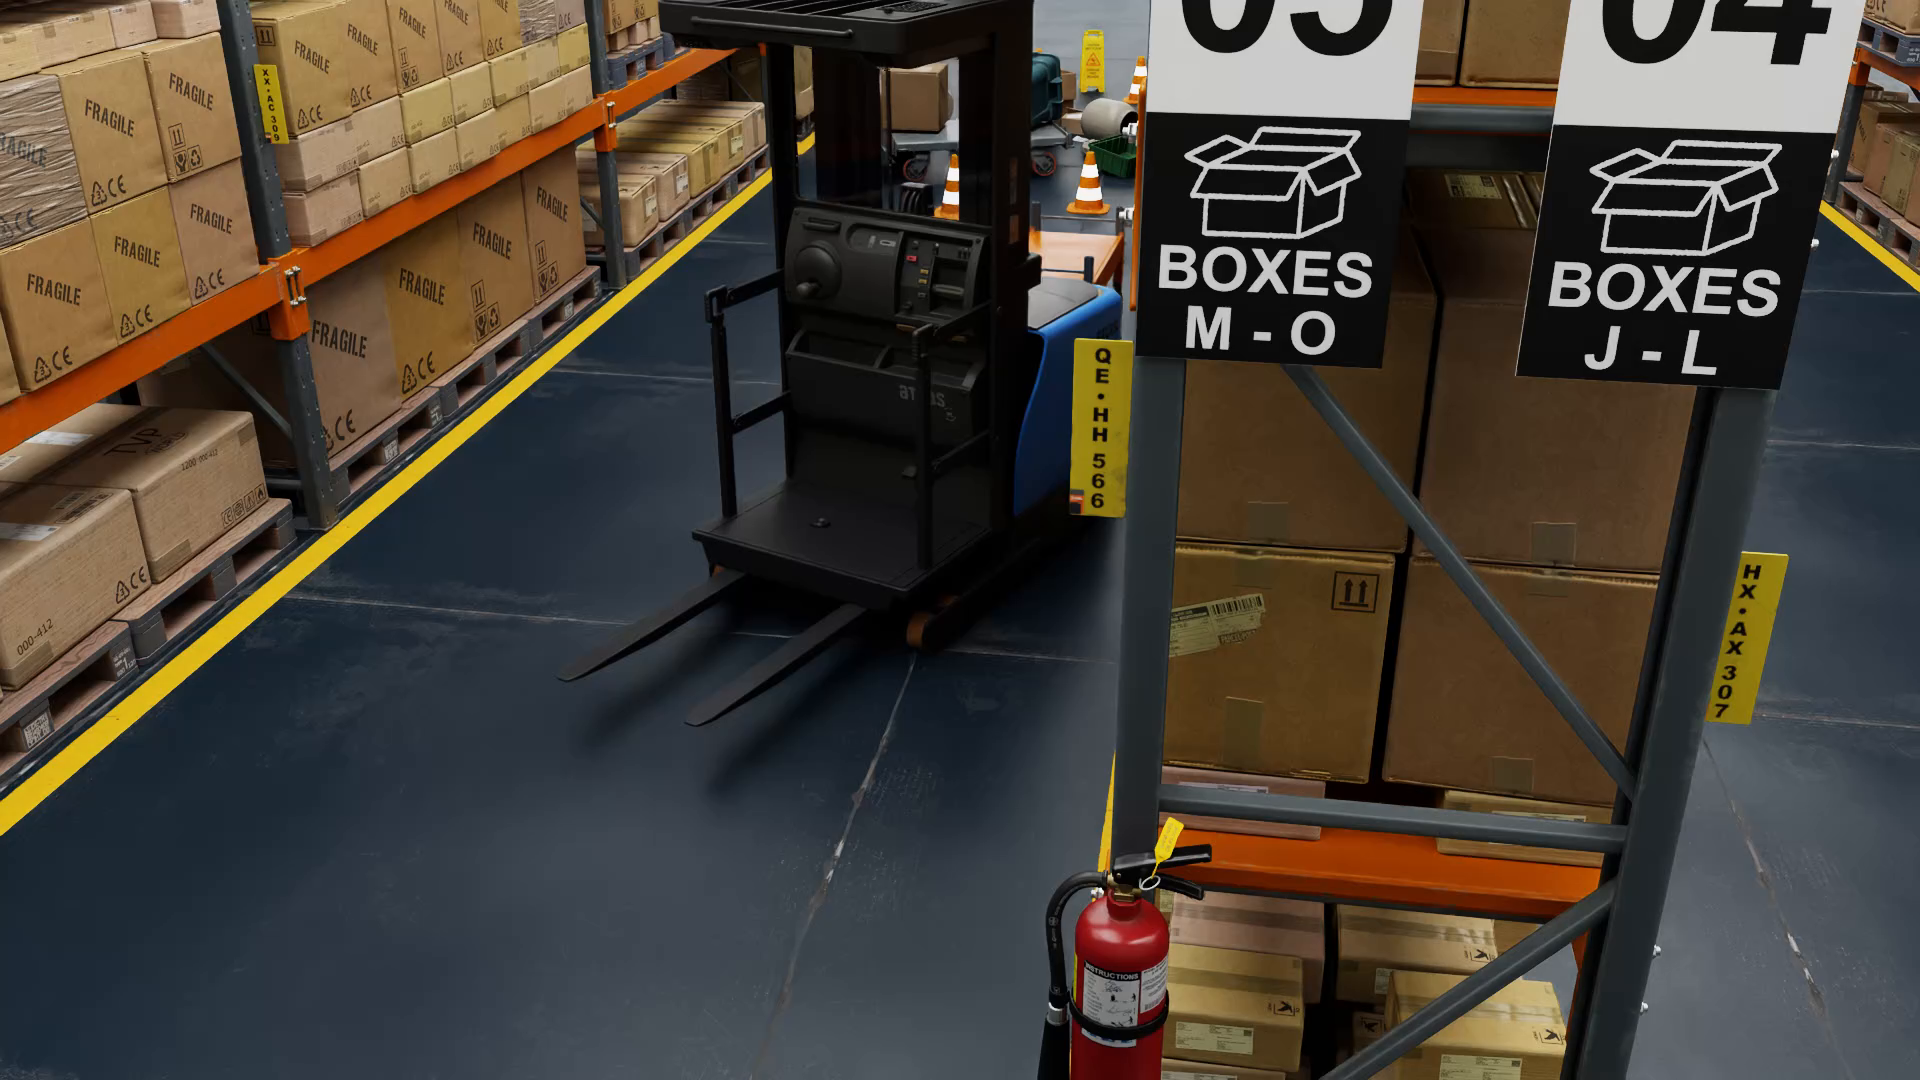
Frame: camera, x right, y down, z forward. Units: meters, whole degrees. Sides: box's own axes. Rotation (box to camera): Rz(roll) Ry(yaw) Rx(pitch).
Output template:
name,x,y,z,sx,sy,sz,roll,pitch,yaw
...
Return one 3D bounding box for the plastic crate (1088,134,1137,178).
name,x,y,z,sx,sy,sz,roll,pitch,yaw
plastic crate,1.485,-3.411,14.748,0.450,0.188,0.662,29,36,30

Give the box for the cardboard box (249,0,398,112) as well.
name,x,y,z,sx,sy,sz,roll,pitch,yaw
cardboard box,-3.047,-2.327,7.885,0.500,0.500,0.500,4,25,8

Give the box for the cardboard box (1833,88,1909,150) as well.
name,x,y,z,sx,sy,sz,roll,pitch,yaw
cardboard box,7.817,-3.572,14.296,0.500,0.500,0.500,13,28,25

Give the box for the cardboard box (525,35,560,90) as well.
name,x,y,z,sx,sy,sz,roll,pitch,yaw
cardboard box,-2.713,-2.846,9.880,0.500,0.250,0.500,3,25,7

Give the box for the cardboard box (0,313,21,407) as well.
name,x,y,z,sx,sy,sz,roll,pitch,yaw
cardboard box,-3.529,-0.639,5.458,0.500,0.500,0.500,5,26,10

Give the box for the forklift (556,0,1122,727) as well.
name,x,y,z,sx,sy,sz,roll,pitch,yaw
forklift,-0.427,-1.095,6.632,1.130,2.935,3.031,14,29,28

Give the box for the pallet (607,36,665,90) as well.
name,x,y,z,sx,sy,sz,roll,pitch,yaw
pallet,-2.793,-3.341,11.576,1.213,0.211,1.003,4,25,9

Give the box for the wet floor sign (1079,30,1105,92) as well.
name,x,y,z,sx,sy,sz,roll,pitch,yaw
wet floor sign,1.454,-5.251,18.207,0.267,0.644,0.232,0,25,-1

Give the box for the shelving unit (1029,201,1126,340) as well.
name,x,y,z,sx,sy,sz,roll,pitch,yaw
shelving unit,0.519,-1.088,8.748,0.538,1.125,1.048,6,26,12

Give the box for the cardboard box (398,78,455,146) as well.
name,x,y,z,sx,sy,sz,roll,pitch,yaw
cardboard box,-2.942,-2.202,8.503,0.500,0.250,0.500,4,25,9

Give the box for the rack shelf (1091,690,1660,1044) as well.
name,x,y,z,sx,sy,sz,roll,pitch,yaw
rack shelf,1.115,0.013,5.032,1.077,0.370,4.000,4,25,9

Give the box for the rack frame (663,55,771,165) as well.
name,x,y,z,sx,sy,sz,roll,pitch,yaw
rack frame,-2.151,-4.796,14.457,1.000,3.000,0.127,4,25,9

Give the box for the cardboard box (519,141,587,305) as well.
name,x,y,z,sx,sy,sz,roll,pitch,yaw
cardboard box,-3.000,-2.068,10.640,0.875,0.875,0.875,4,25,8

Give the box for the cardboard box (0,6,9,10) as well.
name,x,y,z,sx,sy,sz,roll,pitch,yaw
cardboard box,-3.792,-1.910,6.229,0.380,0.149,0.250,4,25,8

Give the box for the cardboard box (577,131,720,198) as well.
name,x,y,z,sx,sy,sz,roll,pitch,yaw
cardboard box,-2.460,-2.984,13.192,0.950,0.372,0.625,5,26,10

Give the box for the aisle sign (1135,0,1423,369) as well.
name,x,y,z,sx,sy,sz,roll,pitch,yaw
aisle sign,0.480,-0.644,2.521,0.394,0.787,0.004,4,25,9

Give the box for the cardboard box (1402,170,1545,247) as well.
name,x,y,z,sx,sy,sz,roll,pitch,yaw
cardboard box,1.199,-0.490,3.610,0.500,0.500,0.500,5,26,10

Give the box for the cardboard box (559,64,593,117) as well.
name,x,y,z,sx,sy,sz,roll,pitch,yaw
cardboard box,-2.631,-2.825,10.425,0.500,0.250,0.500,3,25,7

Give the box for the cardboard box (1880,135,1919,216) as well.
name,x,y,z,sx,sy,sz,roll,pitch,yaw
cardboard box,7.408,-2.723,12.458,0.700,0.500,0.500,4,25,8

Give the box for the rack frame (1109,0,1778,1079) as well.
name,x,y,z,sx,sy,sz,roll,pitch,yaw
rack frame,0.791,0.524,3.092,0.949,2.616,0.053,4,25,9

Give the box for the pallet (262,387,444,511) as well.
name,x,y,z,sx,sy,sz,roll,pitch,yaw
pallet,-3.407,-0.515,8.601,1.003,0.211,1.213,4,25,9

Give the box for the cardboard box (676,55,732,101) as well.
name,x,y,z,sx,sy,sz,roll,pitch,yaw
cardboard box,-2.319,-4.346,15.361,0.500,0.500,0.500,4,25,8

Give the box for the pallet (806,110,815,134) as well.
name,x,y,z,sx,sy,sz,roll,pitch,yaw
pallet,-1.879,-4.328,16.747,1.003,0.211,1.213,4,25,9

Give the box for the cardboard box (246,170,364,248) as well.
name,x,y,z,sx,sy,sz,roll,pitch,yaw
cardboard box,-3.126,-1.548,7.695,0.500,0.250,0.500,3,25,7

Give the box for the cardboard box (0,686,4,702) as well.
name,x,y,z,sx,sy,sz,roll,pitch,yaw
cardboard box,-3.962,0.527,5.613,0.875,0.438,0.875,5,25,10

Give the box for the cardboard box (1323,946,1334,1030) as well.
name,x,y,z,sx,sy,sz,roll,pitch,yaw
cardboard box,1.185,1.208,4.498,0.380,0.149,0.250,4,25,9

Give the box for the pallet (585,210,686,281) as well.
name,x,y,z,sx,sy,sz,roll,pitch,yaw
pallet,-2.676,-2.187,12.172,1.003,0.211,1.213,4,25,9

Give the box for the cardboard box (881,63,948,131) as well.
name,x,y,z,sx,sy,sz,roll,pitch,yaw
cardboard box,-0.390,-3.896,14.590,0.500,0.500,0.500,4,25,9

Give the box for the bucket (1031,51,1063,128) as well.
name,x,y,z,sx,sy,sz,roll,pitch,yaw
bucket,0.497,-3.918,14.649,0.726,0.611,0.620,13,38,26

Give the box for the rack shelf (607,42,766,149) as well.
name,x,y,z,sx,sy,sz,roll,pitch,yaw
rack shelf,-2.478,-3.633,12.823,1.077,0.370,4.000,4,25,9

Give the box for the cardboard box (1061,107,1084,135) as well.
name,x,y,z,sx,sy,sz,roll,pitch,yaw
cardboard box,1.213,-4.103,16.203,0.396,0.266,0.258,8,26,18

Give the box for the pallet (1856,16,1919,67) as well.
name,x,y,z,sx,sy,sz,roll,pitch,yaw
pallet,7.357,-3.713,12.370,1.003,0.211,1.213,4,25,9

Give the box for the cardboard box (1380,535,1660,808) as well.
name,x,y,z,sx,sy,sz,roll,pitch,yaw
cardboard box,1.134,0.175,3.369,0.500,0.500,0.500,5,26,11

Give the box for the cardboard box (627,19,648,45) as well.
name,x,y,z,sx,sy,sz,roll,pitch,yaw
cardboard box,-2.399,-3.549,11.596,0.380,0.149,0.250,2,25,5

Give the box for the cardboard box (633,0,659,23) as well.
name,x,y,z,sx,sy,sz,roll,pitch,yaw
cardboard box,-2.425,-3.884,11.544,0.500,0.500,0.500,5,26,11

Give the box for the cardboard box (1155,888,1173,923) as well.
name,x,y,z,sx,sy,sz,roll,pitch,yaw
cardboard box,0.639,0.898,4.459,0.380,0.149,0.250,3,25,7

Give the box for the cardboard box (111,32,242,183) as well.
name,x,y,z,sx,sy,sz,roll,pitch,yaw
cardboard box,-3.263,-1.731,6.613,0.500,0.500,0.500,4,25,8

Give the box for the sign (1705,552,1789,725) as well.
name,x,y,z,sx,sy,sz,roll,pitch,yaw
sign,1.323,0.169,2.829,0.100,0.325,0.005,4,25,9

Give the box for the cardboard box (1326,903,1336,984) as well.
name,x,y,z,sx,sy,sz,roll,pitch,yaw
cardboard box,1.180,1.070,4.443,0.380,0.149,0.250,4,25,9

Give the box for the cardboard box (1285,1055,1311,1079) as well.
name,x,y,z,sx,sy,sz,roll,pitch,yaw
cardboard box,0.668,1.390,4.109,0.380,0.149,0.250,4,25,9

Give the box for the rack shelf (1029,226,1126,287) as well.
name,x,y,z,sx,sy,sz,roll,pitch,yaw
rack shelf,0.519,-1.353,8.624,0.538,0.278,1.000,6,26,12

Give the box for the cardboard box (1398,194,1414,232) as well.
name,x,y,z,sx,sy,sz,roll,pitch,yaw
cardboard box,0.700,-0.530,3.695,0.500,0.500,0.500,3,25,7

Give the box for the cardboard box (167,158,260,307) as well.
name,x,y,z,sx,sy,sz,roll,pitch,yaw
cardboard box,-3.282,-1.283,6.836,0.500,0.500,0.500,4,25,9

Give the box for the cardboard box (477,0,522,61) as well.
name,x,y,z,sx,sy,sz,roll,pitch,yaw
cardboard box,-2.795,-2.964,9.247,0.500,0.500,0.500,4,25,9

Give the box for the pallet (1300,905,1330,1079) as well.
name,x,y,z,sx,sy,sz,roll,pitch,yaw
pallet,0.968,1.418,4.472,1.003,0.211,1.213,4,25,9

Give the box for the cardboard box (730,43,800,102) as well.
name,x,y,z,sx,sy,sz,roll,pitch,yaw
cardboard box,-1.788,-4.308,15.279,0.500,0.500,0.500,5,26,11

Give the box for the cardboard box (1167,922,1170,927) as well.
name,x,y,z,sx,sy,sz,roll,pitch,yaw
cardboard box,0.676,1.032,4.523,0.380,0.149,0.250,3,25,6

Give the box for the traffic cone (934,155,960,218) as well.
name,x,y,z,sx,sy,sz,roll,pitch,yaw
traffic cone,-0.033,-2.841,13.273,0.336,0.463,0.334,4,25,9

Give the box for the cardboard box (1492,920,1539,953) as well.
name,x,y,z,sx,sy,sz,roll,pitch,yaw
cardboard box,1.303,0.940,4.370,0.380,0.149,0.250,4,25,8

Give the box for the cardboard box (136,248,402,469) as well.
name,x,y,z,sx,sy,sz,roll,pitch,yaw
cardboard box,-3.436,-0.943,8.236,0.875,0.875,0.875,5,26,10

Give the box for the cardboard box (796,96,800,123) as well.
name,x,y,z,sx,sy,sz,roll,pitch,yaw
cardboard box,-1.788,-3.969,15.438,0.500,0.250,0.500,3,25,6

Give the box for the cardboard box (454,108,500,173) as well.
name,x,y,z,sx,sy,sz,roll,pitch,yaw
cardboard box,-2.853,-2.186,9.058,0.500,0.250,0.500,4,25,8

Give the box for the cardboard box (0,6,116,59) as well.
name,x,y,z,sx,sy,sz,roll,pitch,yaw
cardboard box,-3.395,-1.885,6.175,0.380,0.149,0.250,4,25,9
